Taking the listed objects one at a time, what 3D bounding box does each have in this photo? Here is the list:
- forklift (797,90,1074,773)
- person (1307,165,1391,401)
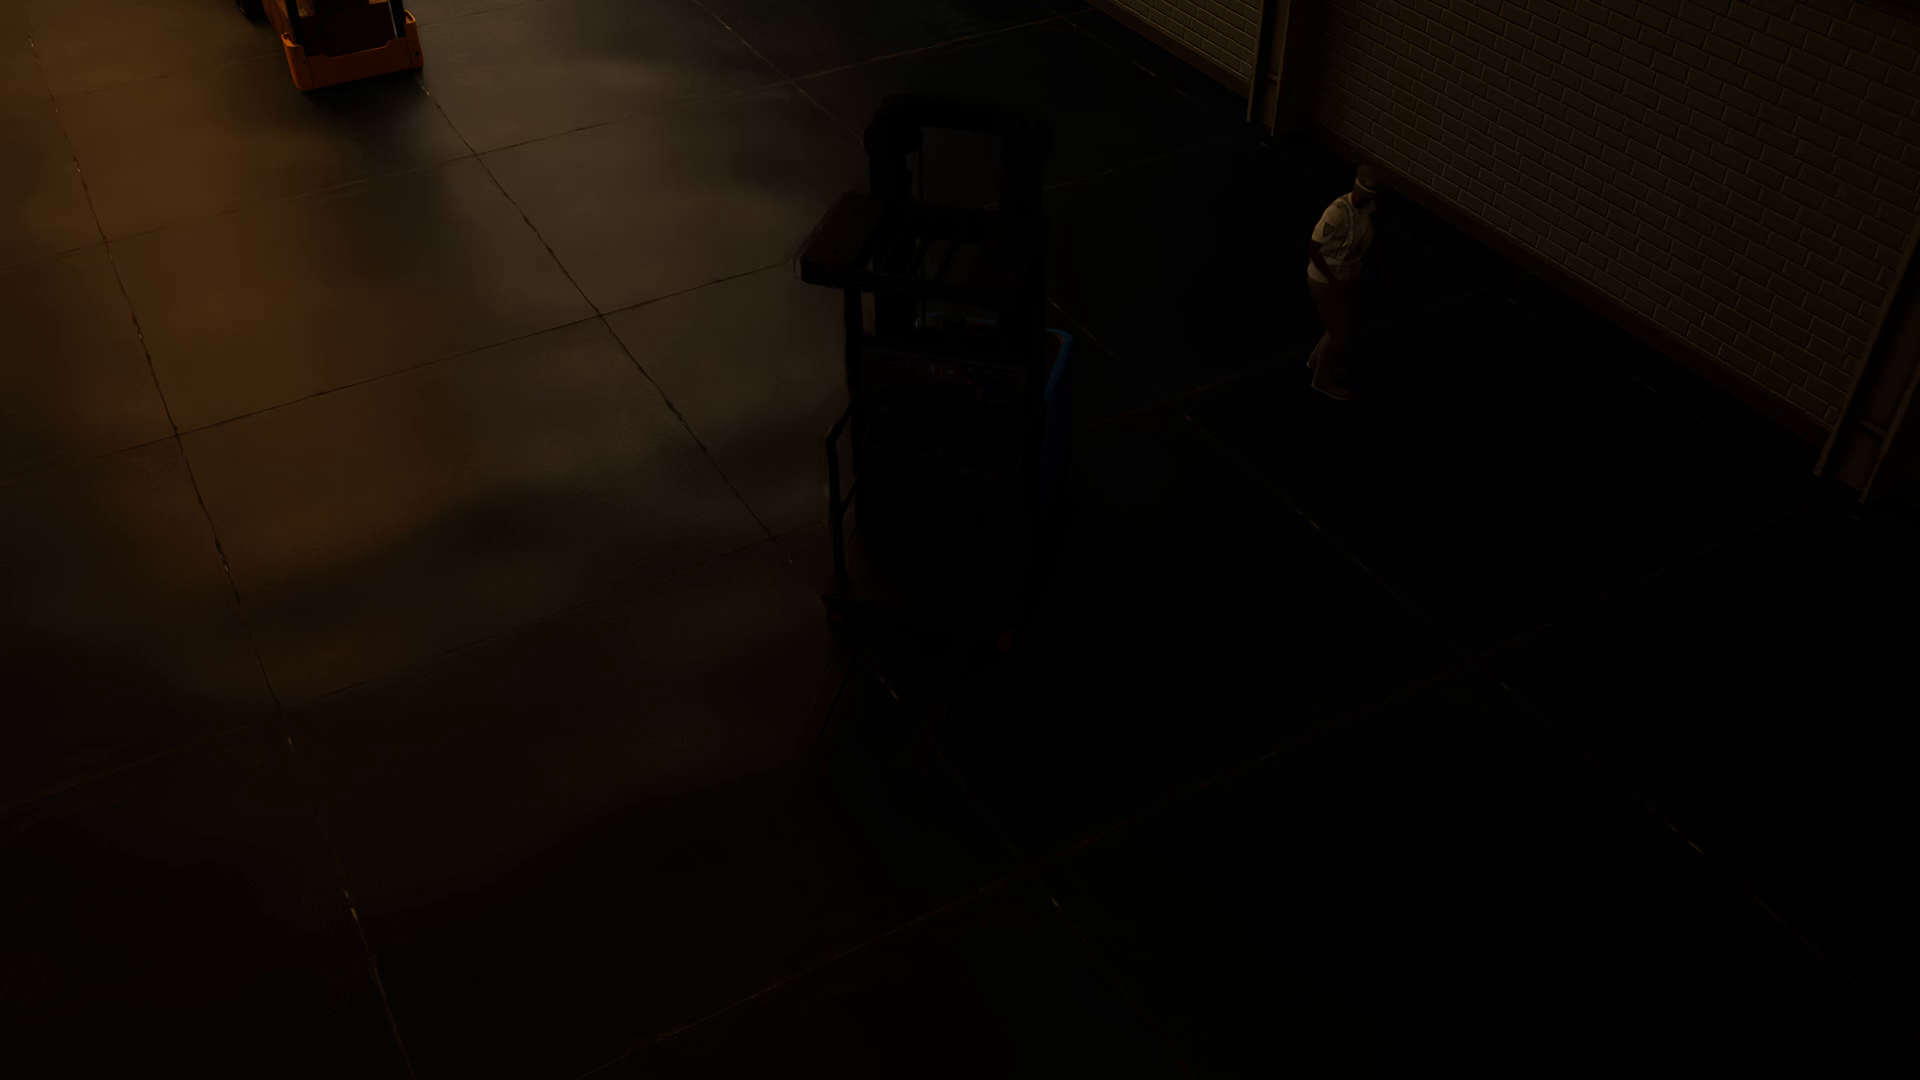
[{"bbox_3d":[-0.147,-0.749,8.939,1.130,2.935,3.031,9,41,11],"label":"forklift"},{"bbox_3d":[2.607,-1.751,11.175,0.487,1.637,0.655,31,49,32],"label":"person"}]
